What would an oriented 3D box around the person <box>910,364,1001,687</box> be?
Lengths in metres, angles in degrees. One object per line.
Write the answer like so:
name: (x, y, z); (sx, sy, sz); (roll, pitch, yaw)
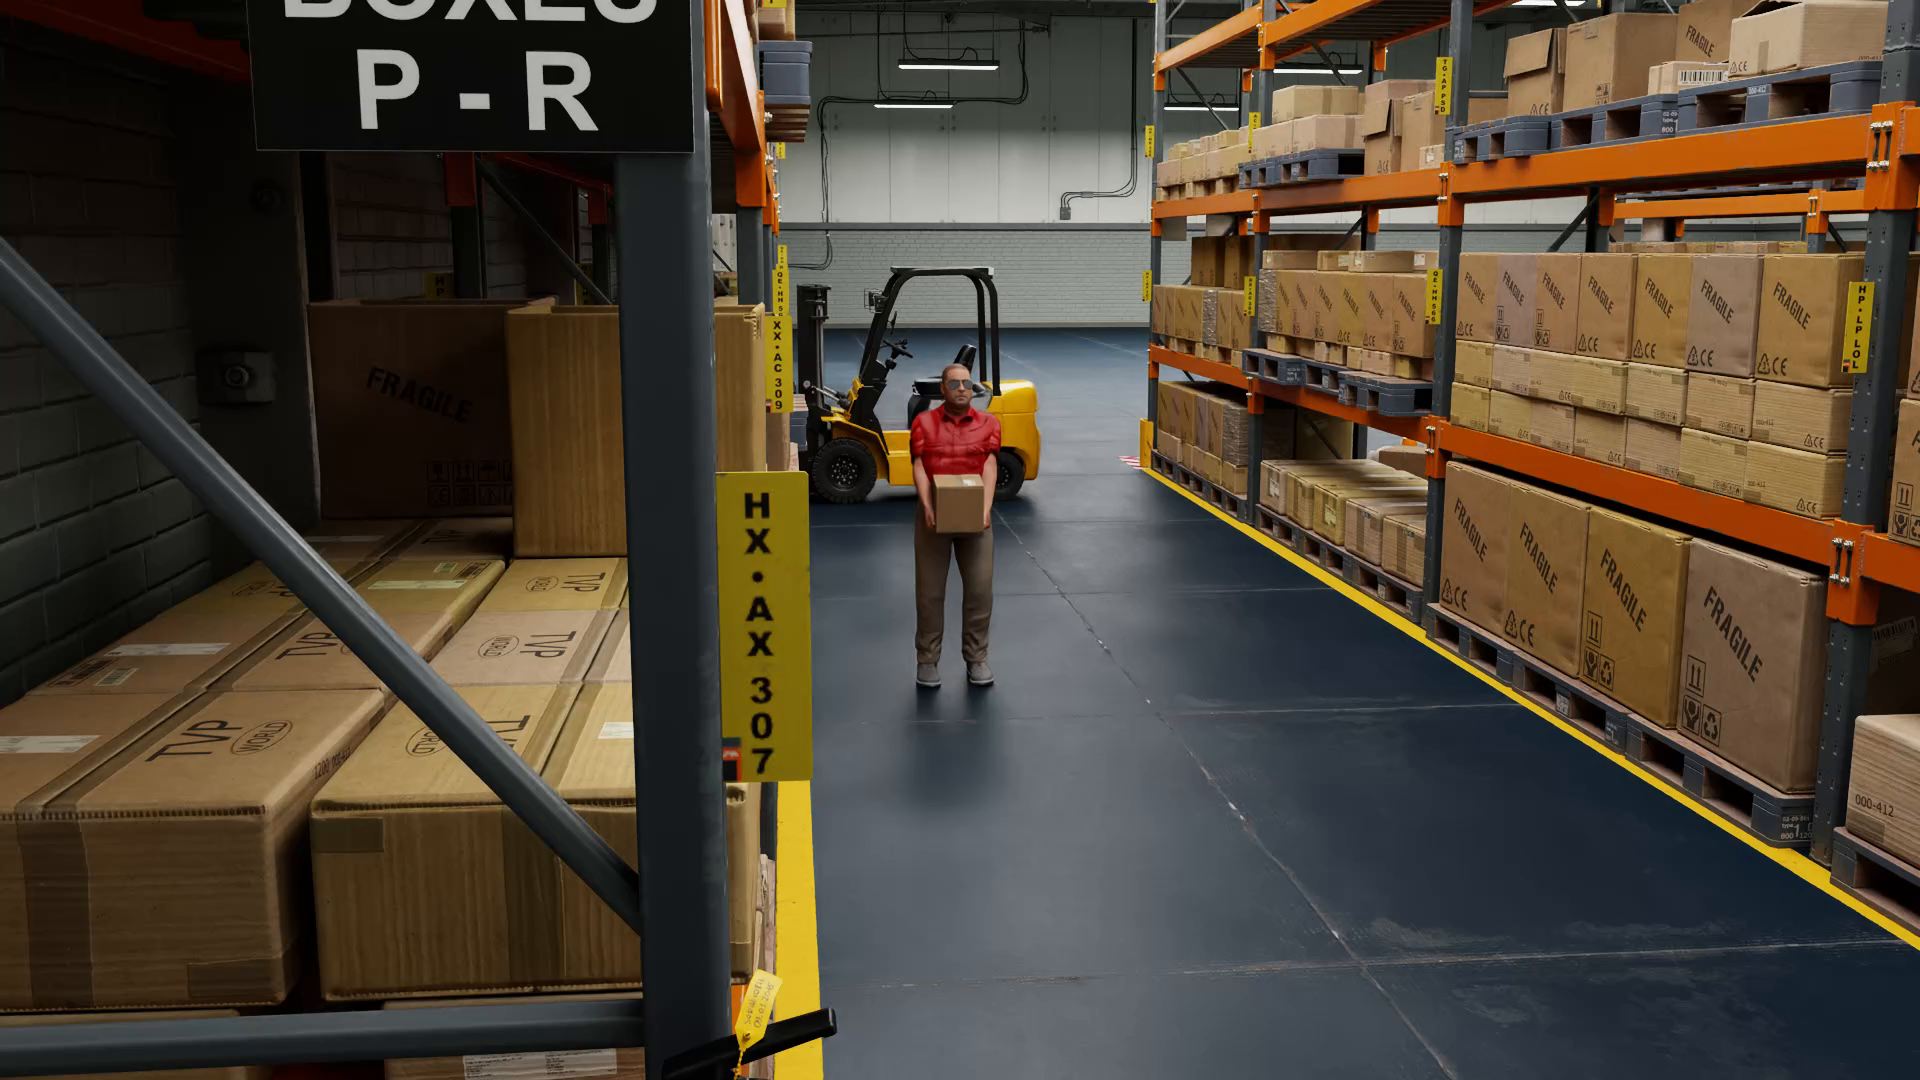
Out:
person: (-0.013, -0.068, 8.878); (0.494, 1.717, 0.530); (-1, 10, -5)
